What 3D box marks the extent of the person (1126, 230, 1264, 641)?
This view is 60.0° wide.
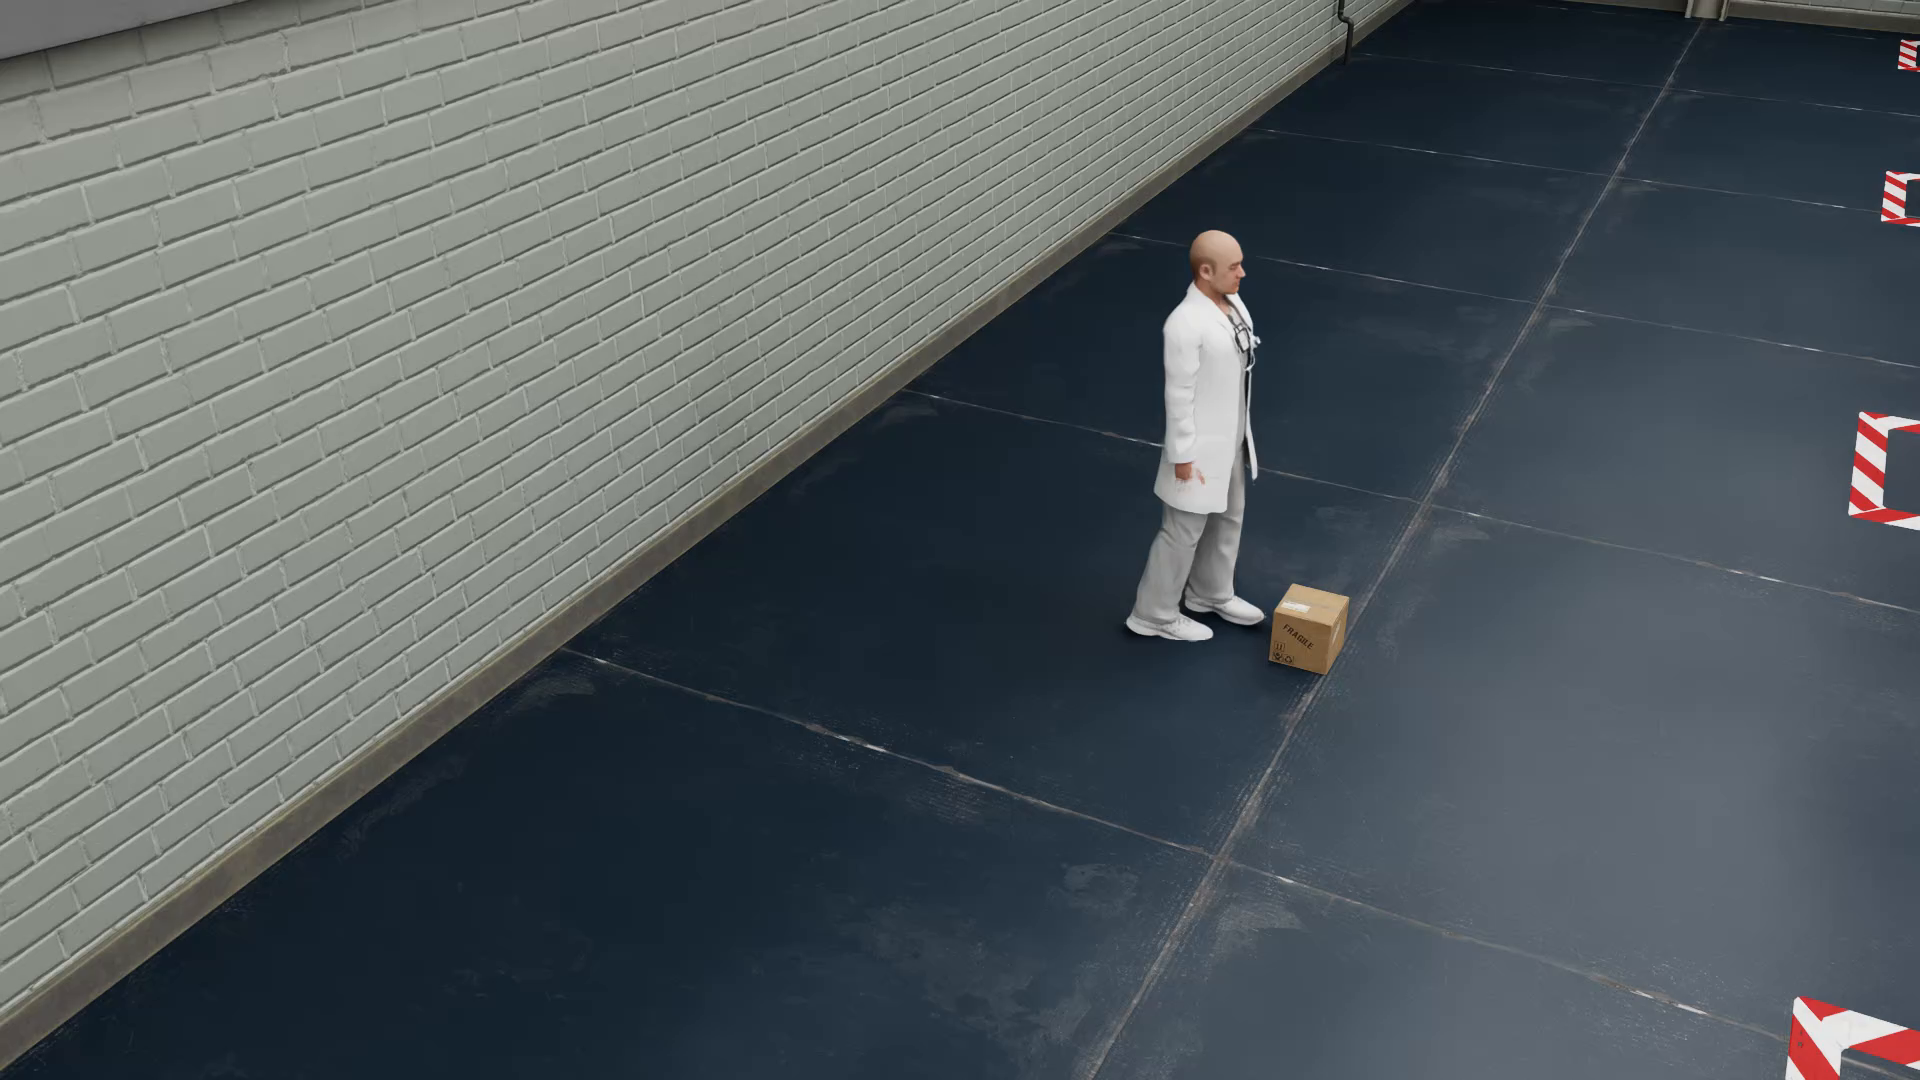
[{"bbox_3d":[1.050,-0.399,6.867,0.517,1.804,0.585,15,33,25],"label":"person"}]
